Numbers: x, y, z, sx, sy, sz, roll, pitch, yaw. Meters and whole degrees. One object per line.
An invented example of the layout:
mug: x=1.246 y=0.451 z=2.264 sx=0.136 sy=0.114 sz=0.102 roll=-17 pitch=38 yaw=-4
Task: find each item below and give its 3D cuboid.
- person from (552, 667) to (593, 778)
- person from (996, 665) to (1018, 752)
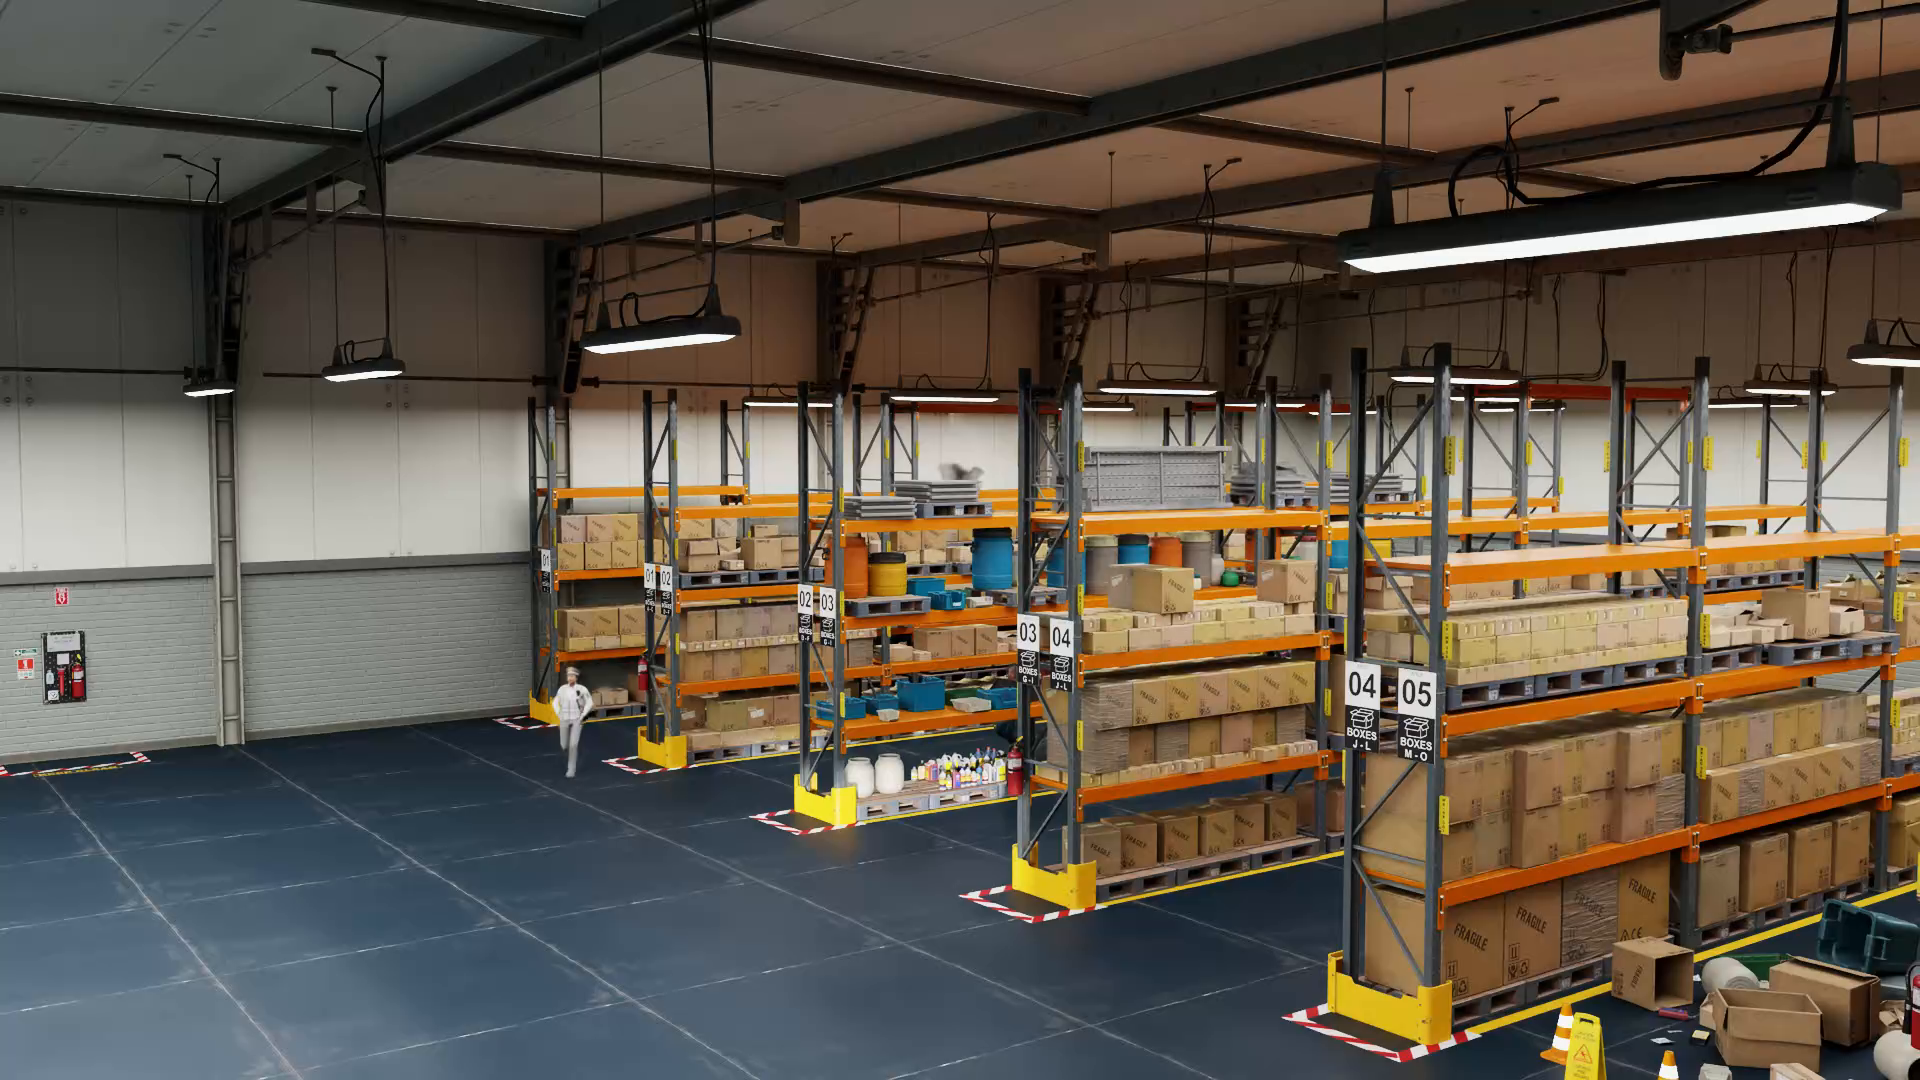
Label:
person: x=-6.039 y=2.812 z=25.907 sx=0.633 sy=1.692 sz=0.676 roll=0 pitch=3 yaw=2
person: x=0.800 y=2.800 z=26.847 sx=0.493 sy=1.559 sz=0.503 roll=-3 pitch=4 yaw=-39
